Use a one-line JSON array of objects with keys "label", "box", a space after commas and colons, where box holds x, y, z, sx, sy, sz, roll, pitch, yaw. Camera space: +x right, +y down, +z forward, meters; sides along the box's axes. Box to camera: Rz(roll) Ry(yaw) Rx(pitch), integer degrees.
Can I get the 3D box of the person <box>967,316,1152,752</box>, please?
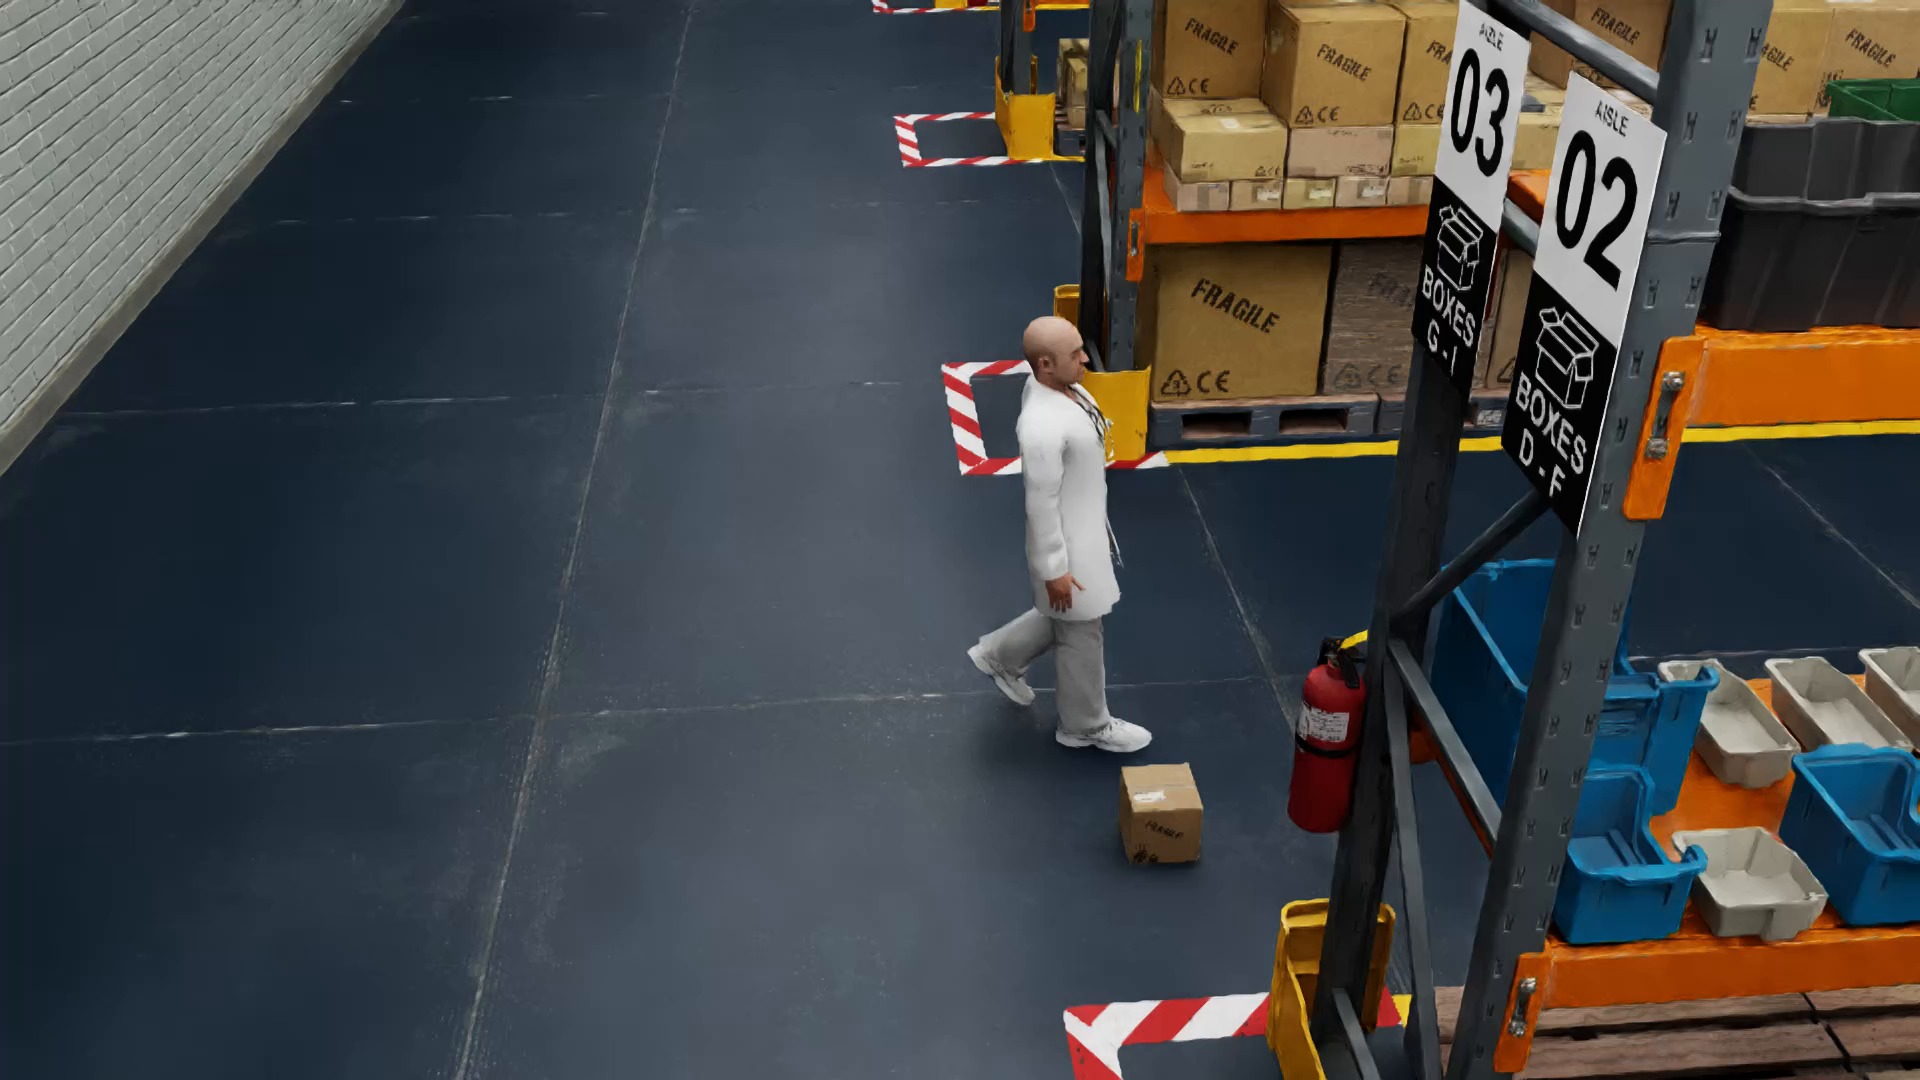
[{"label": "person", "box": [0.388, -0.010, 6.157, 0.740, 1.772, 0.629, 3, 31, 5]}]
